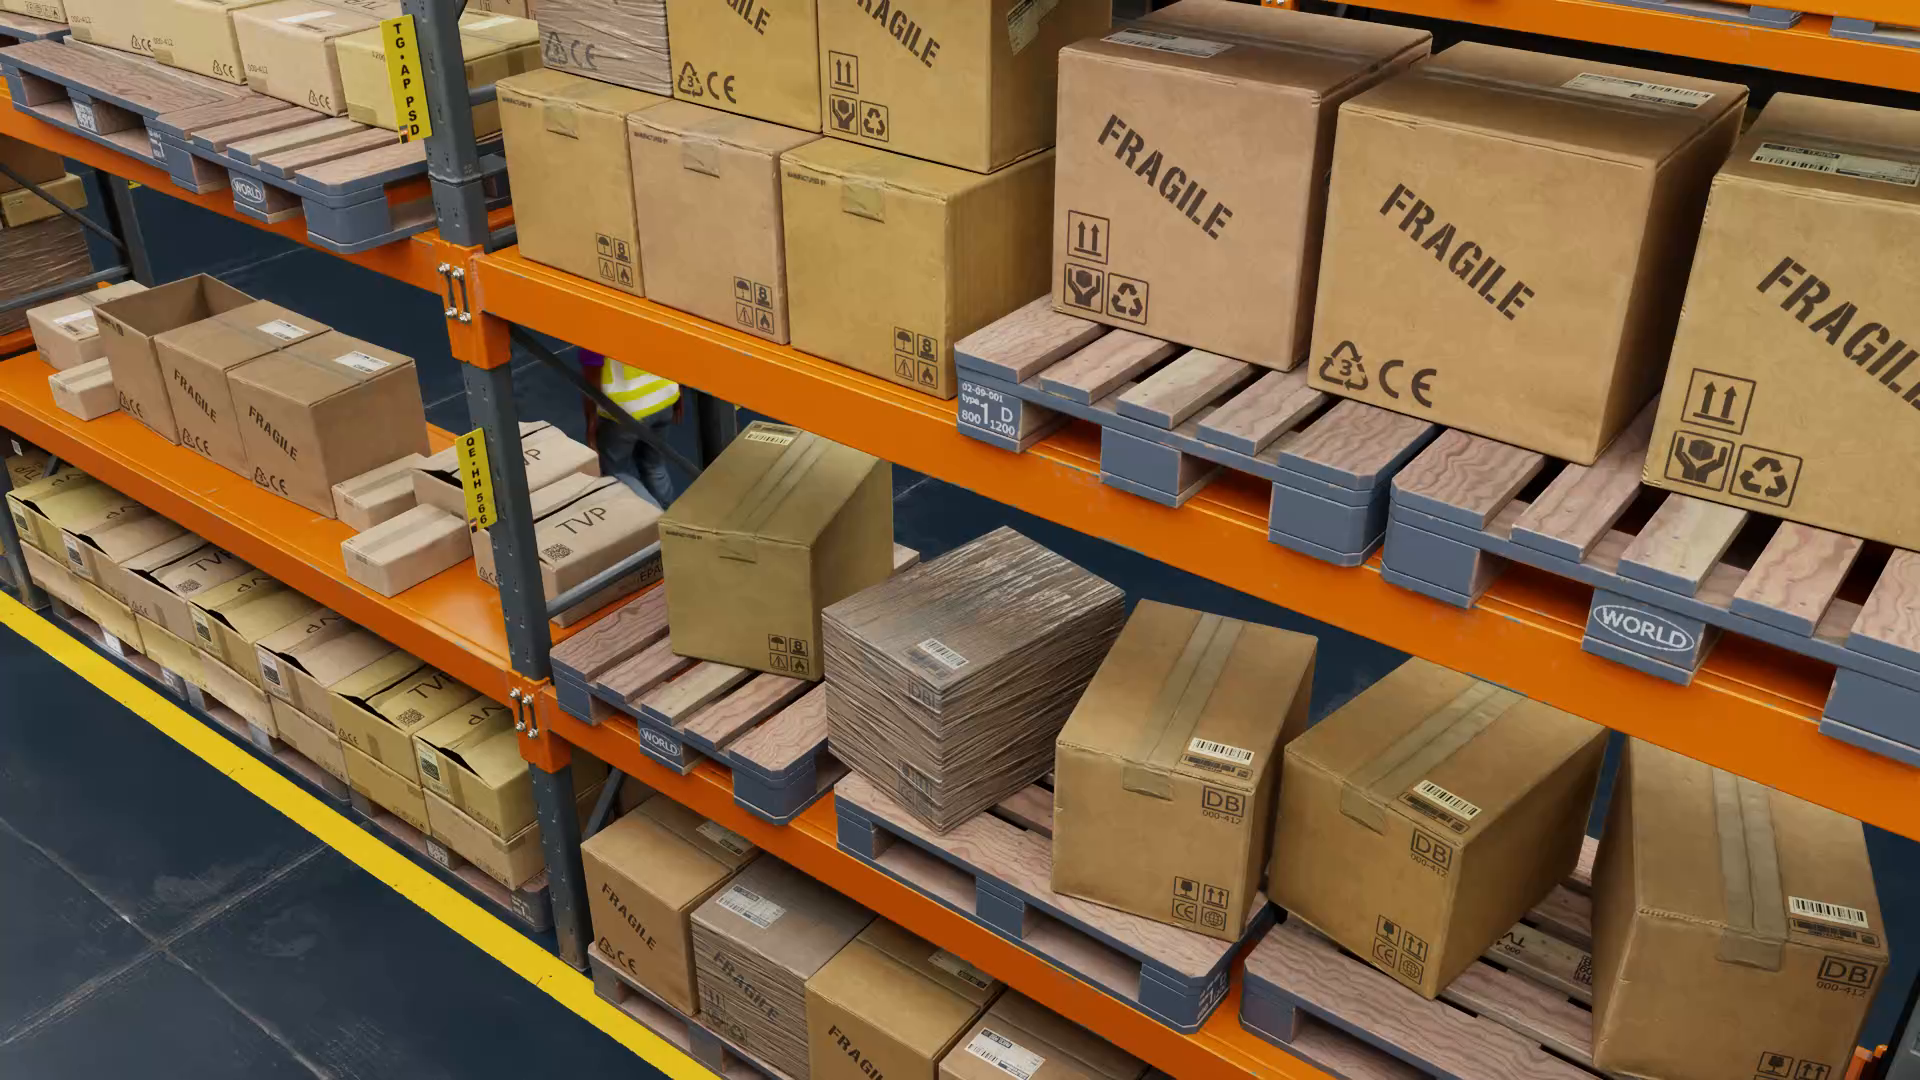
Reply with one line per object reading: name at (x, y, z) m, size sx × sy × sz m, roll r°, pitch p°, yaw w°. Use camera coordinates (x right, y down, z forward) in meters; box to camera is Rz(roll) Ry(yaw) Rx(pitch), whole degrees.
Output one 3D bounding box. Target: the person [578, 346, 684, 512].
person at (-1.553, -0.642, 8.154) m, size 0.615 × 1.752 × 0.597 m, roll 27°, pitch 40°, yaw 37°
